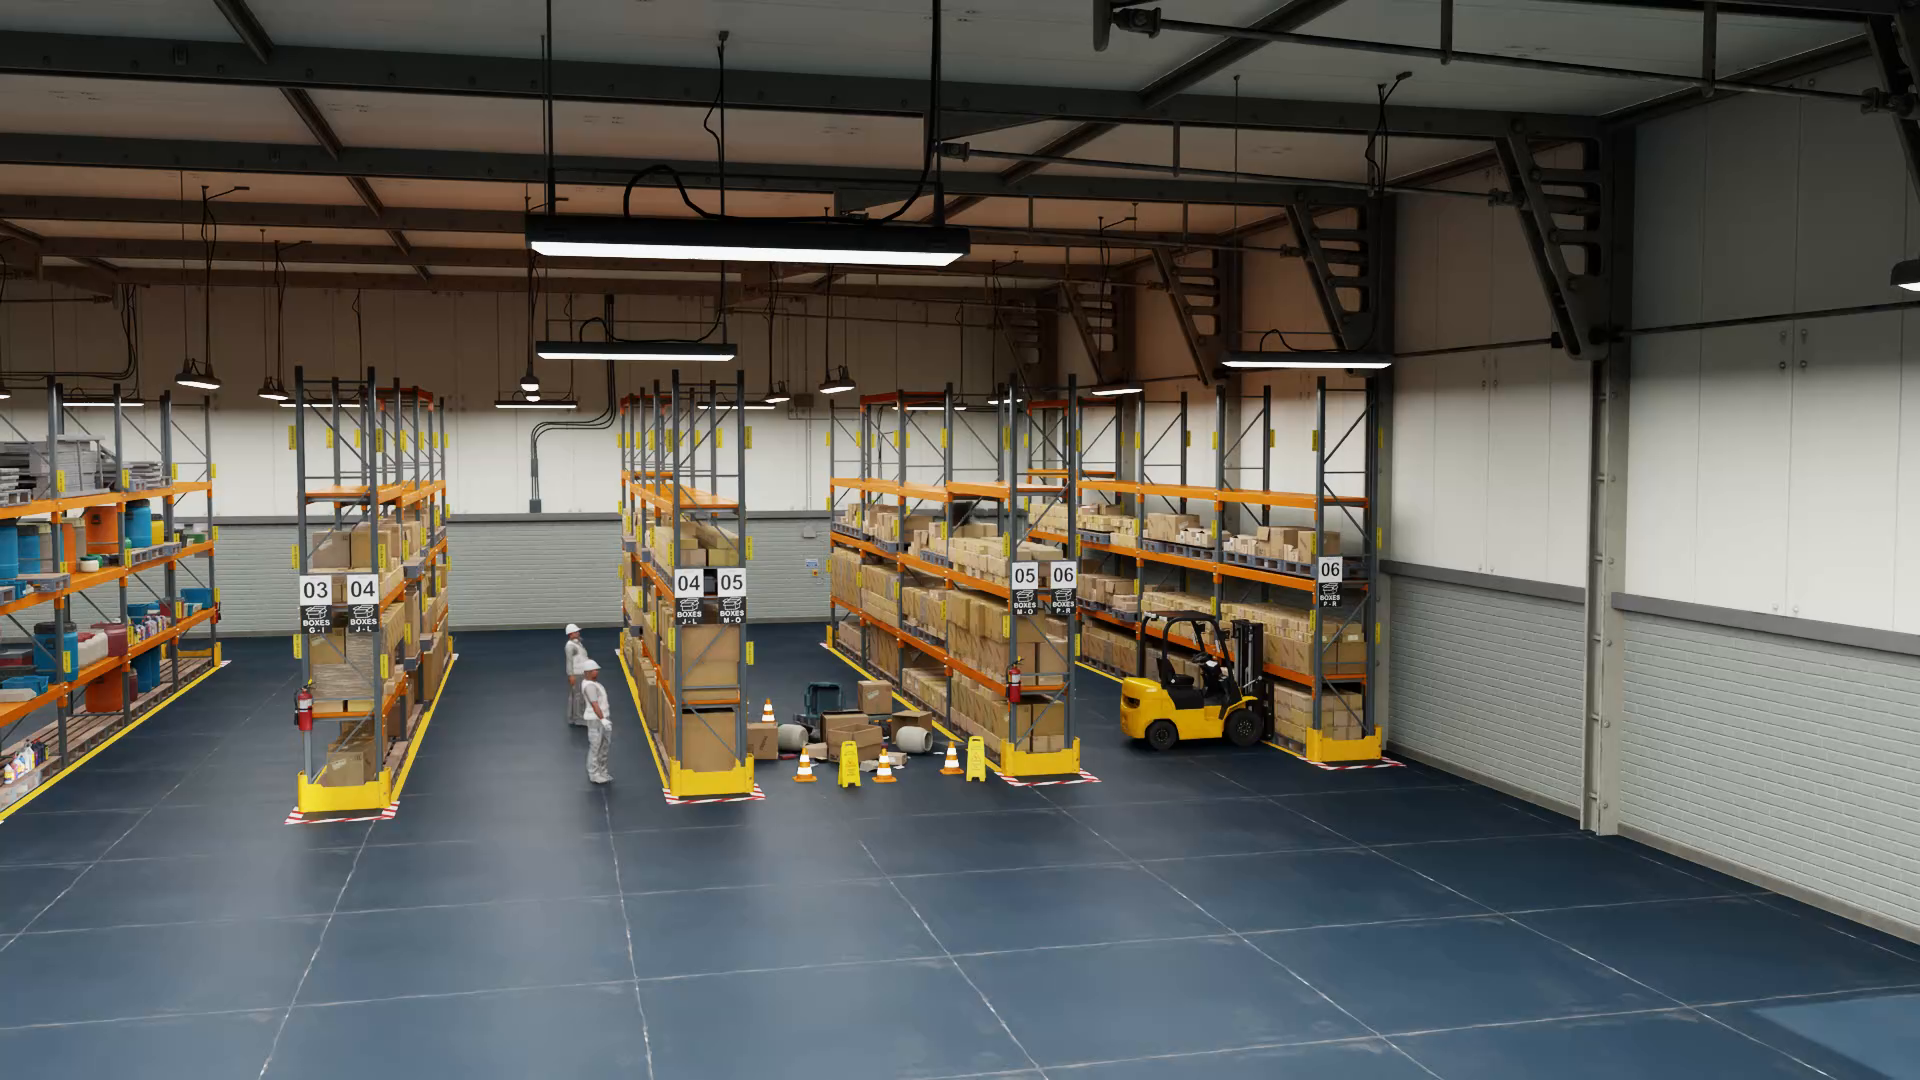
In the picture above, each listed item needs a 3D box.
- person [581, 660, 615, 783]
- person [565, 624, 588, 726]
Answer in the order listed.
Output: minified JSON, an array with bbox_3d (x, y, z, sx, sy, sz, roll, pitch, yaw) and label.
[{"bbox_3d":[-5.311,2.669,24.407,0.595,1.833,0.605,1,3,10],"label":"person"},{"bbox_3d":[-6.760,2.372,29.366,0.436,1.788,0.542,-1,4,-19],"label":"person"}]
